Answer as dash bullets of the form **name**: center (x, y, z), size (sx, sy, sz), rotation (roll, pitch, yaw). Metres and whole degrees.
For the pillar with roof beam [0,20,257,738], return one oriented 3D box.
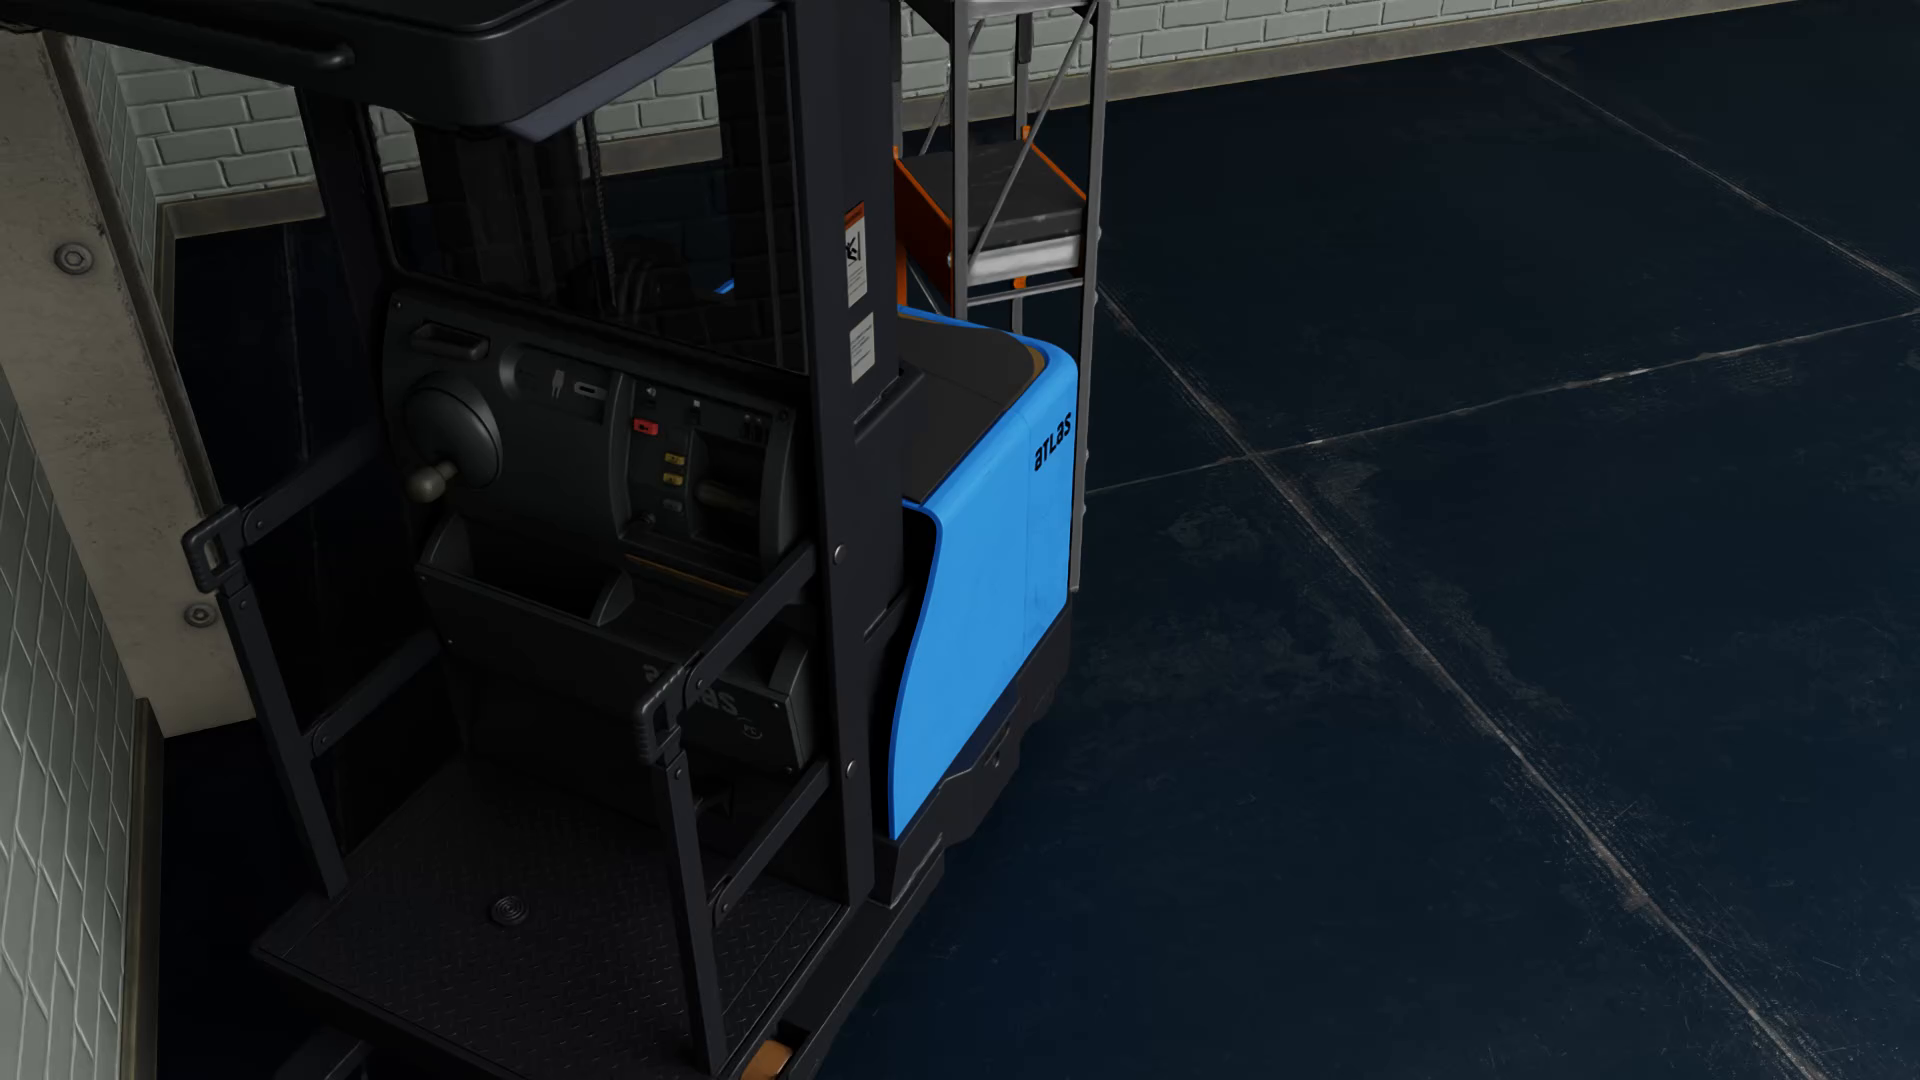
- **pillar with roof beam**: center (1.913, -4.082, 3.190), size (9.100, 9.000, 0.400), rotation (-12, 39, -16)

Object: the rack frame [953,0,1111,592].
- **rack frame**: center (0.171, -0.646, 4.363), size (0.400, 2.100, 0.015), rotation (-13, 39, -17)

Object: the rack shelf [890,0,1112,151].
- **rack shelf**: center (0.084, -1.332, 4.132), size (0.431, 0.518, 0.480), rotation (-13, 39, -17)

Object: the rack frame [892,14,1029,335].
- **rack frame**: center (-0.003, -0.921, 4.727), size (0.400, 2.100, 0.015), rotation (-13, 39, -17)

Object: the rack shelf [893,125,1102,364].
- **rack shelf**: center (0.084, -0.773, 4.553), size (0.431, 0.518, 0.480), rotation (-13, 39, -17)

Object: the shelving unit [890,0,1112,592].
- **shelving unit**: center (0.084, -0.784, 4.545), size (0.431, 2.100, 0.503), rotation (-13, 39, -17)

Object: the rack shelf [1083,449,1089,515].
- **rack shelf**: center (0.084, -0.214, 4.974), size (0.431, 0.518, 0.480), rotation (-13, 39, -17)

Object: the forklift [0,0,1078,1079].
- **forklift**: center (-0.810, -0.127, 2.983), size (1.130, 2.935, 3.031), rotation (17, 40, 21)
